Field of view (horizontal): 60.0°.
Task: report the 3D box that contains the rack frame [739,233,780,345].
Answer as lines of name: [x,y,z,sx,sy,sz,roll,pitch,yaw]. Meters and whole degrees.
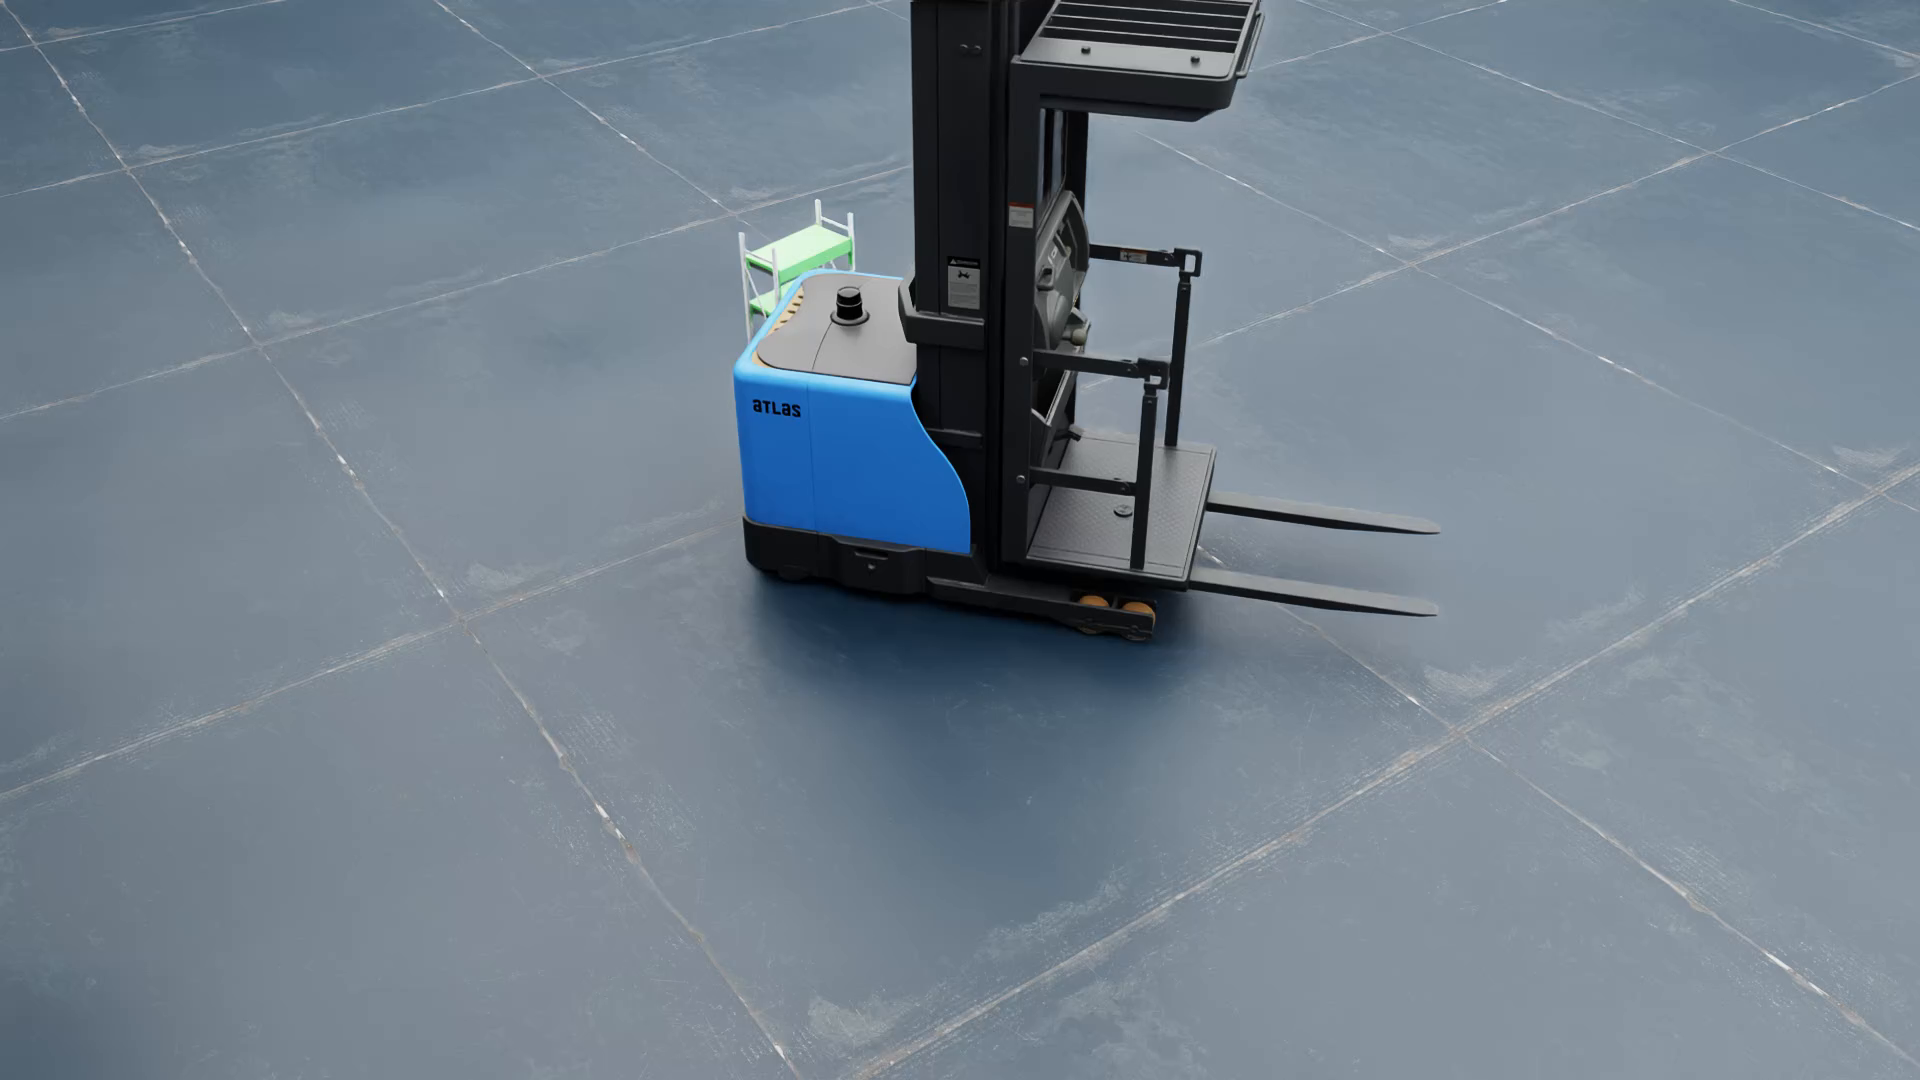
rack frame: [-0.925,-0.881,7.947,0.240,1.200,0.015,28,44,33]

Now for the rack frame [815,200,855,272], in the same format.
rack frame: [-0.598,-1.092,8.241,0.240,1.200,0.015,28,44,33]

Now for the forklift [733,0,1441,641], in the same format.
forklift: [0.606,-1.101,6.771,3.031,2.935,1.130,8,37,11]

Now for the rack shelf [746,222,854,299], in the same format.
rack shelf: [-0.761,-1.324,7.851,0.258,0.148,0.480,28,44,33]

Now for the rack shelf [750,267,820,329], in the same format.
rack shelf: [-0.761,-1.130,7.991,0.258,0.148,0.480,28,44,33]

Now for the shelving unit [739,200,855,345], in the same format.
shelving unit: [-0.761,-0.987,8.094,0.258,1.200,0.503,28,44,33]
